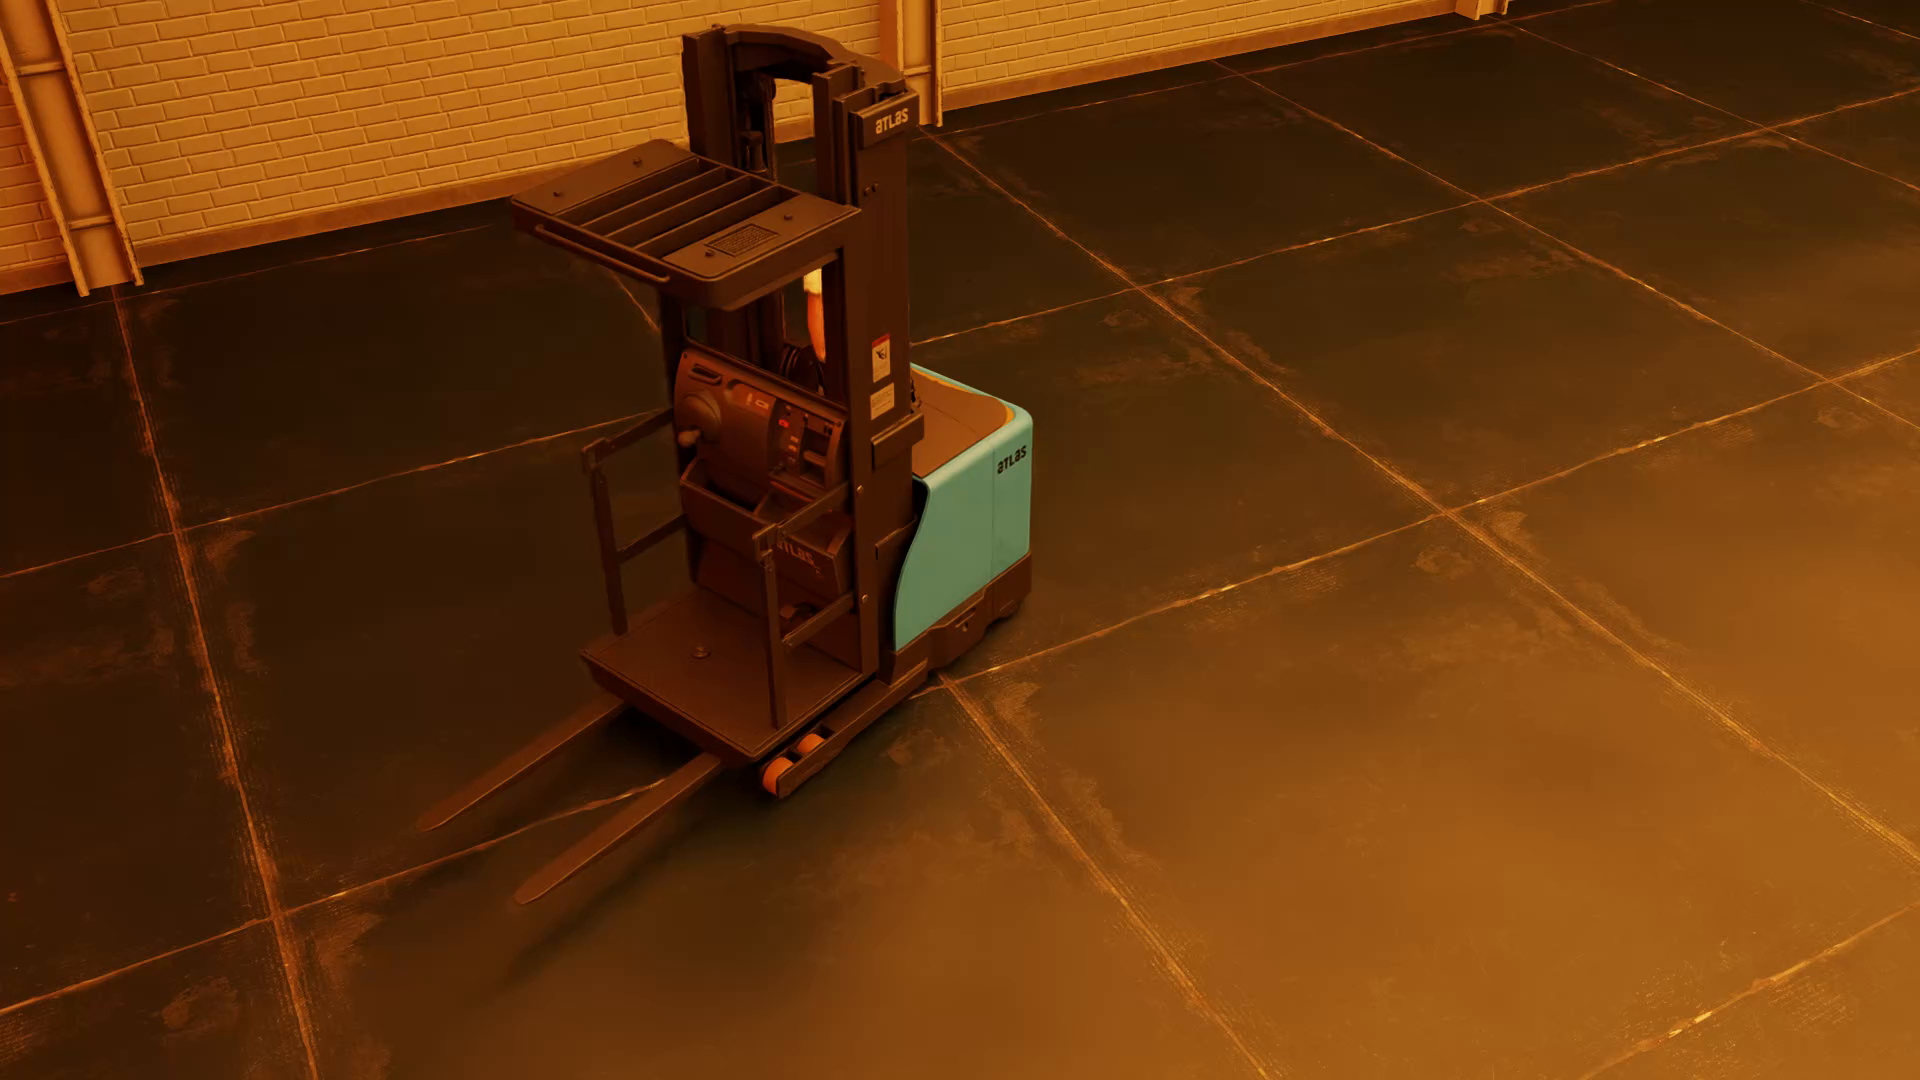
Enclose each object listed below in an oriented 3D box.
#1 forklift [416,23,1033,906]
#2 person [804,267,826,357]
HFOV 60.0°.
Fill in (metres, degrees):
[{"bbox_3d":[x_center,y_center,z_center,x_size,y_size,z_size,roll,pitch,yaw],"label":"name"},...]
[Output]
[{"bbox_3d":[-0.969,-0.426,6.726,1.130,2.935,3.031,25,42,31],"label":"forklift"},{"bbox_3d":[-0.549,-1.154,8.802,0.440,1.725,0.787,13,37,17],"label":"person"}]
